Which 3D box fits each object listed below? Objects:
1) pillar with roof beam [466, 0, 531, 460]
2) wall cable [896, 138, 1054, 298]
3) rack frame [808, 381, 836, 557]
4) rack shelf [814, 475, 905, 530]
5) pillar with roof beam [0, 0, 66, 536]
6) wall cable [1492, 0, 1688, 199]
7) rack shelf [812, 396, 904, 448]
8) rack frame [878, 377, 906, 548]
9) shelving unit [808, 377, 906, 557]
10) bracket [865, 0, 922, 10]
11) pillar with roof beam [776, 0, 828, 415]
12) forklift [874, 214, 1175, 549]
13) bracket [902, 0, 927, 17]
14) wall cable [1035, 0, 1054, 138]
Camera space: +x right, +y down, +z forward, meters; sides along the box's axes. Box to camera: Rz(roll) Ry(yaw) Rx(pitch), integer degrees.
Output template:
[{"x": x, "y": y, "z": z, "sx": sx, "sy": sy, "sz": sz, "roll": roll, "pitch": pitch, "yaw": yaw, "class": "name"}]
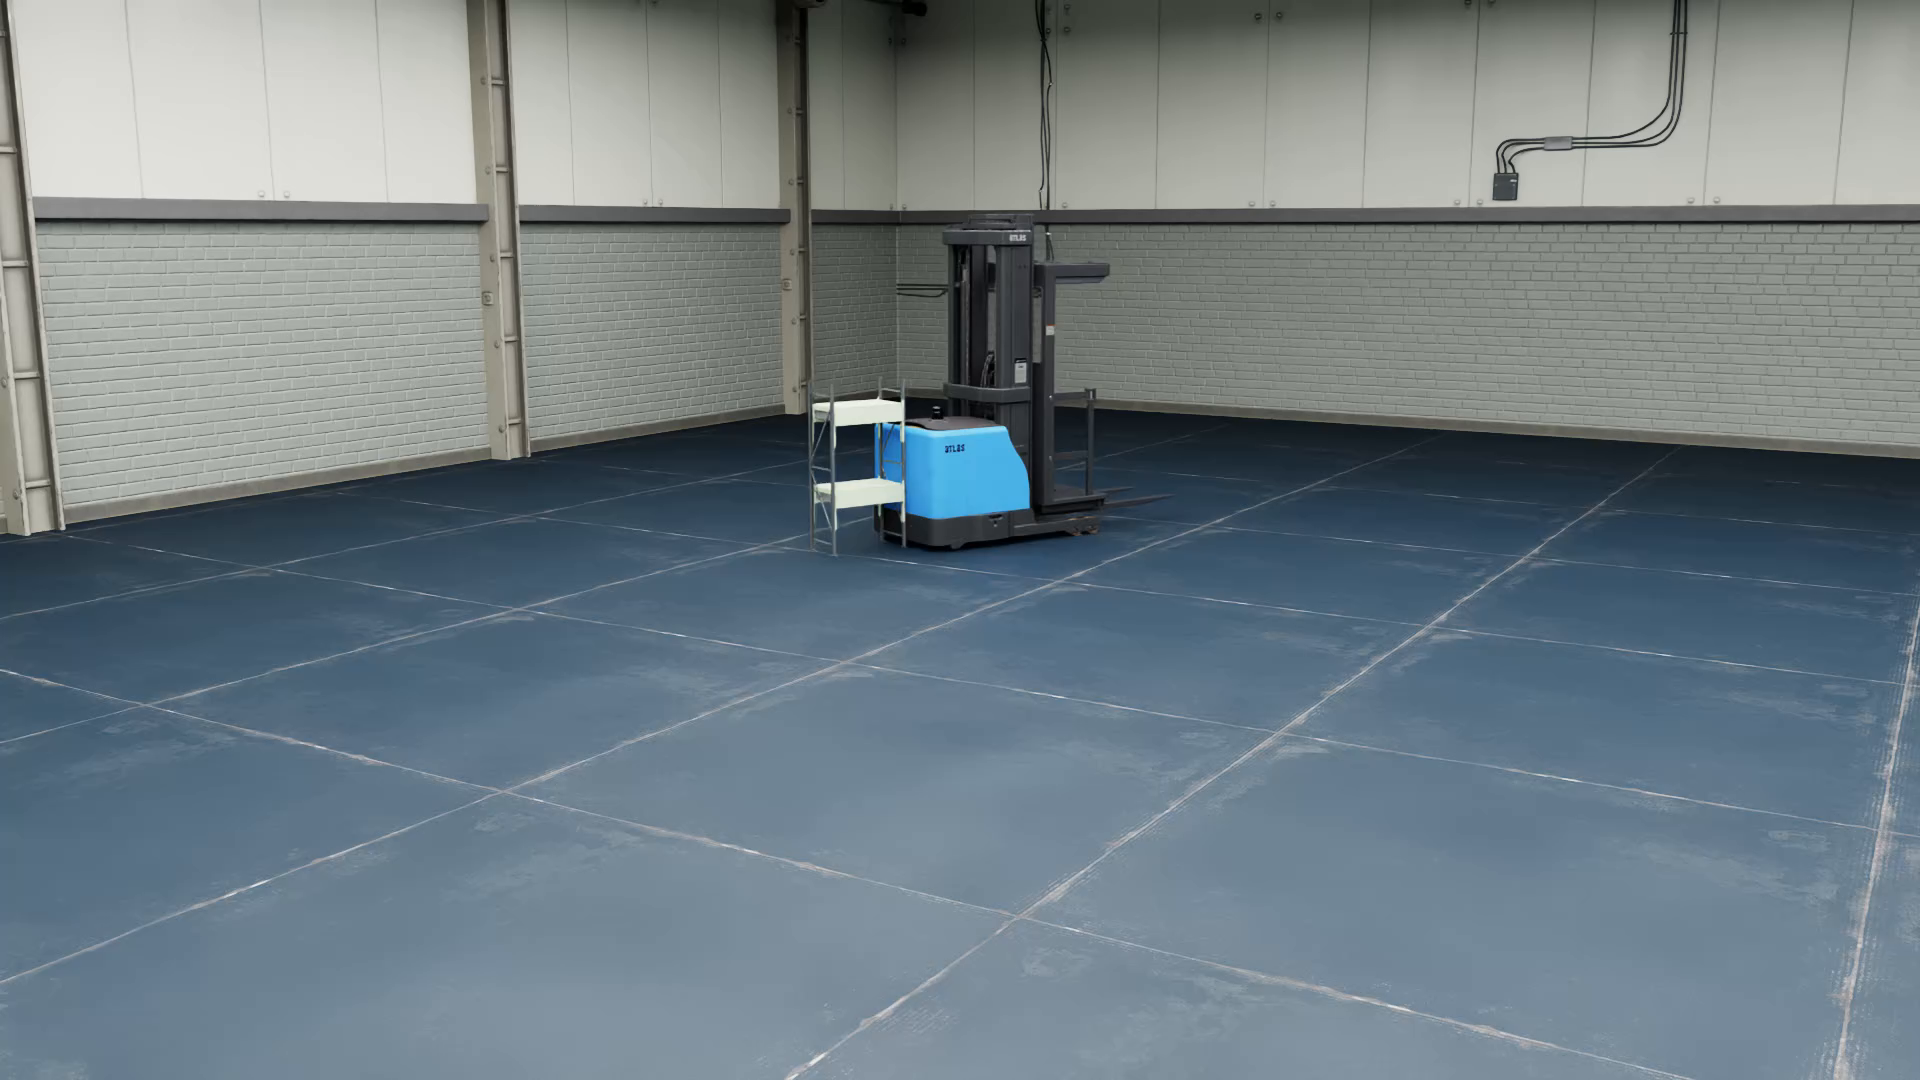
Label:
[{"x": -1.929, "y": -5.041, "z": 17.721, "sx": 9.100, "sy": 9.000, "sz": 0.400, "roll": 6, "pitch": 12, "yaw": 31, "class": "pillar with roof beam"}, {"x": 0.166, "y": -5.206, "z": 27.044, "sx": 3.097, "sy": 2.526, "sz": 0.112, "roll": 6, "pitch": 12, "yaw": 31, "class": "wall cable"}, {"x": -1.202, "y": -0.617, "z": 14.471, "sx": 0.023, "sy": 1.500, "sz": 0.400, "roll": -7, "pitch": 13, "yaw": -35, "class": "rack frame"}, {"x": -0.904, "y": -0.336, "z": 14.740, "sx": 0.720, "sy": 0.370, "sz": 0.431, "roll": -7, "pitch": 13, "yaw": -35, "class": "rack shelf"}, {"x": -5.044, "y": -4.097, "z": 12.680, "sx": 9.100, "sy": 9.000, "sz": 0.400, "roll": 6, "pitch": 12, "yaw": 31, "class": "pillar with roof beam"}, {"x": 8.272, "y": -7.495, "z": 21.587, "sx": 2.305, "sy": 6.003, "sz": 0.169, "roll": 6, "pitch": 12, "yaw": 31, "class": "wall cable"}, {"x": -0.904, "y": -1.040, "z": 14.608, "sx": 0.720, "sy": 0.370, "sz": 0.431, "roll": -7, "pitch": 13, "yaw": -35, "class": "rack shelf"}, {"x": -0.606, "y": -0.696, "z": 14.889, "sx": 0.023, "sy": 1.500, "sz": 0.400, "roll": -7, "pitch": 13, "yaw": -35, "class": "rack frame"}, {"x": -0.904, "y": -0.656, "z": 14.680, "sx": 0.755, "sy": 1.500, "sz": 0.431, "roll": -7, "pitch": 13, "yaw": -35, "class": "shelving unit"}, {"x": -1.051, "y": -8.476, "z": 26.289, "sx": 0.076, "sy": 0.066, "sz": 3.189, "roll": 6, "pitch": 12, "yaw": 31, "class": "bracket"}, {"x": 1.186, "y": -5.984, "z": 22.761, "sx": 9.100, "sy": 9.000, "sz": 0.548, "roll": 6, "pitch": 12, "yaw": 31, "class": "pillar with roof beam"}, {"x": 0.701, "y": -1.549, "z": 15.559, "sx": 3.031, "sy": 2.935, "sz": 1.130, "roll": -8, "pitch": 13, "yaw": -35, "class": "forklift"}, {"x": -0.744, "y": -8.569, "z": 26.785, "sx": 0.235, "sy": 0.232, "sz": 0.430, "roll": 6, "pitch": 12, "yaw": 31, "class": "bracket"}, {"x": 2.478, "y": -7.430, "z": 25.199, "sx": 3.097, "sy": 2.526, "sz": 0.112, "roll": 6, "pitch": 12, "yaw": 31, "class": "wall cable"}]
